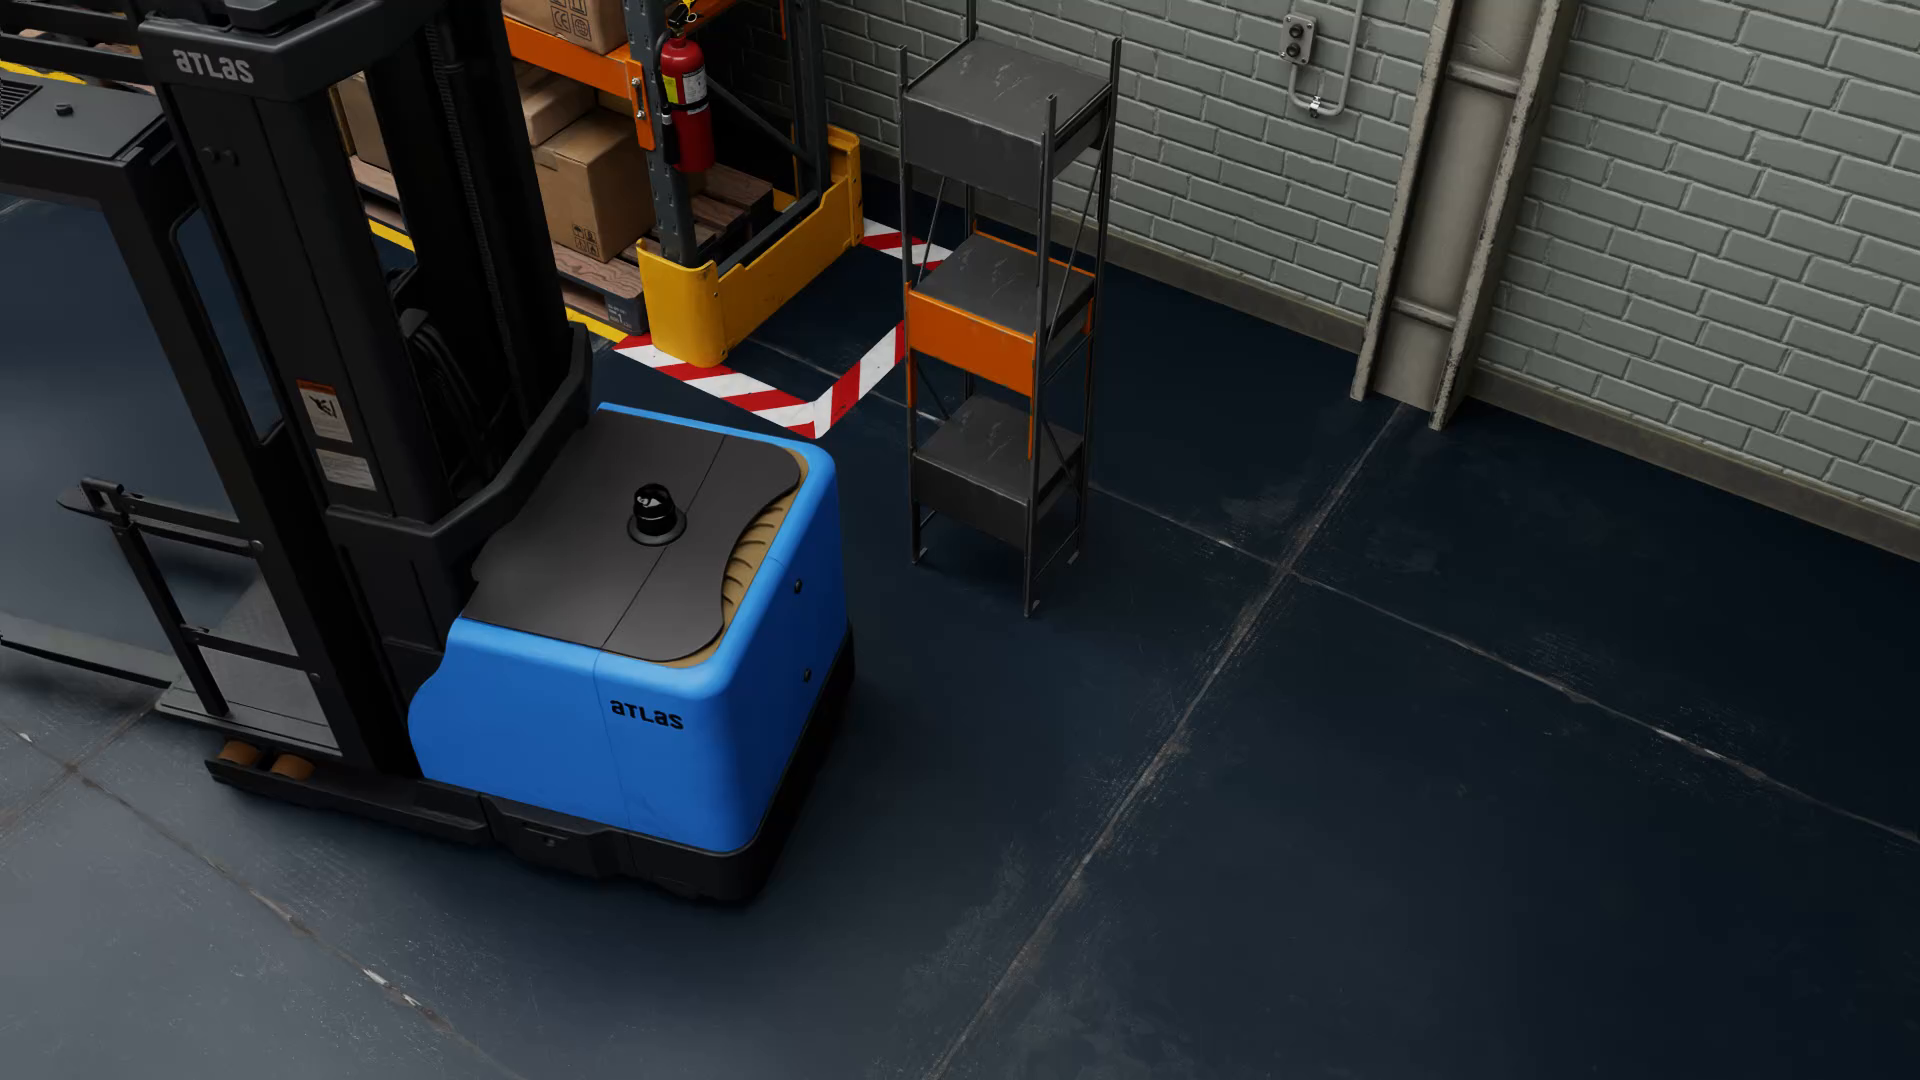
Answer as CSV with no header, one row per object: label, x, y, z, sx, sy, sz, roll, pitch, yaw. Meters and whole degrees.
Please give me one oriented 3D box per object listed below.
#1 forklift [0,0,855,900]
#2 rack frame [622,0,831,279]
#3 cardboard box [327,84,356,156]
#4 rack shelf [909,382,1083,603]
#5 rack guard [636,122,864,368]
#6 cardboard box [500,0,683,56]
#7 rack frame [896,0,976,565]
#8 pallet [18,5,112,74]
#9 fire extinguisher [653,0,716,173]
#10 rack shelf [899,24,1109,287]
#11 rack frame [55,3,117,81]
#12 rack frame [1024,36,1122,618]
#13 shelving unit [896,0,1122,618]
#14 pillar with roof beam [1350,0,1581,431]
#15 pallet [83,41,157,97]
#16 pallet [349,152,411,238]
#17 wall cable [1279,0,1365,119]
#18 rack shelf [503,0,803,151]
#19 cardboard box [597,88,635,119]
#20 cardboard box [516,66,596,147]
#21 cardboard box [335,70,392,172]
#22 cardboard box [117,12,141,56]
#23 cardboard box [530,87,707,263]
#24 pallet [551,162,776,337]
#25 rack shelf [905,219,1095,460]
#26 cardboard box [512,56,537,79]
forklift,-1.936,-0.518,4.710,3.031,2.935,1.130,12,47,11
rack frame,-0.893,-2.173,6.270,0.127,3.000,1.000,25,51,22
cardboard box,-2.834,-2.249,7.794,0.500,0.500,0.700,26,51,23
rack shelf,0.139,-0.170,5.946,0.480,0.518,0.431,25,51,22
rack guard,-0.873,-1.292,7.157,0.348,0.500,1.175,25,51,22
cardboard box,-1.328,-2.469,6.348,0.700,0.700,0.980,27,52,24
rack frame,-0.066,-0.762,5.526,0.015,2.100,0.400,25,51,22
pallet,-4.950,-3.003,9.021,1.213,0.211,1.003,25,51,22
fire extinguisher,-1.015,-1.679,6.104,0.183,0.674,0.296,25,51,22
rack shelf,0.139,-1.146,4.942,0.480,0.518,0.431,25,51,22
rack frame,-4.260,-3.721,7.775,0.127,3.000,1.000,25,51,22
rack frame,0.345,-0.573,5.343,0.015,2.100,0.400,25,51,22
shelving unit,0.139,-0.668,5.435,0.503,2.100,0.431,25,51,22
pillar with roof beam,-0.478,-1.141,1.084,0.400,9.000,9.100,25,51,22
pallet,-3.662,-2.408,8.443,1.213,0.211,1.003,25,51,22
pallet,-2.631,-1.936,7.984,1.213,0.211,1.003,25,51,22
wall cable,0.695,-2.602,5.979,1.851,1.984,0.084,25,51,22
rack shelf,-2.577,-2.696,7.280,4.000,0.370,1.077,25,51,22
cardboard box,-1.323,-1.957,7.058,0.250,0.149,0.380,25,51,22
cardboard box,-1.743,-1.824,6.929,0.250,0.149,0.380,24,51,22
cardboard box,-2.381,-2.047,7.597,0.500,0.500,0.700,23,50,21
cardboard box,-3.686,-2.645,8.179,0.500,0.500,0.700,25,51,23
cardboard box,-1.536,-1.659,7.220,0.500,0.500,0.700,25,51,22
pallet,-1.608,-1.463,7.525,1.213,0.211,1.003,25,51,22
rack shelf,0.139,-0.658,5.444,0.480,0.518,0.431,25,51,22
cardboard box,-1.958,-1.923,7.025,0.250,0.149,0.380,26,51,23
